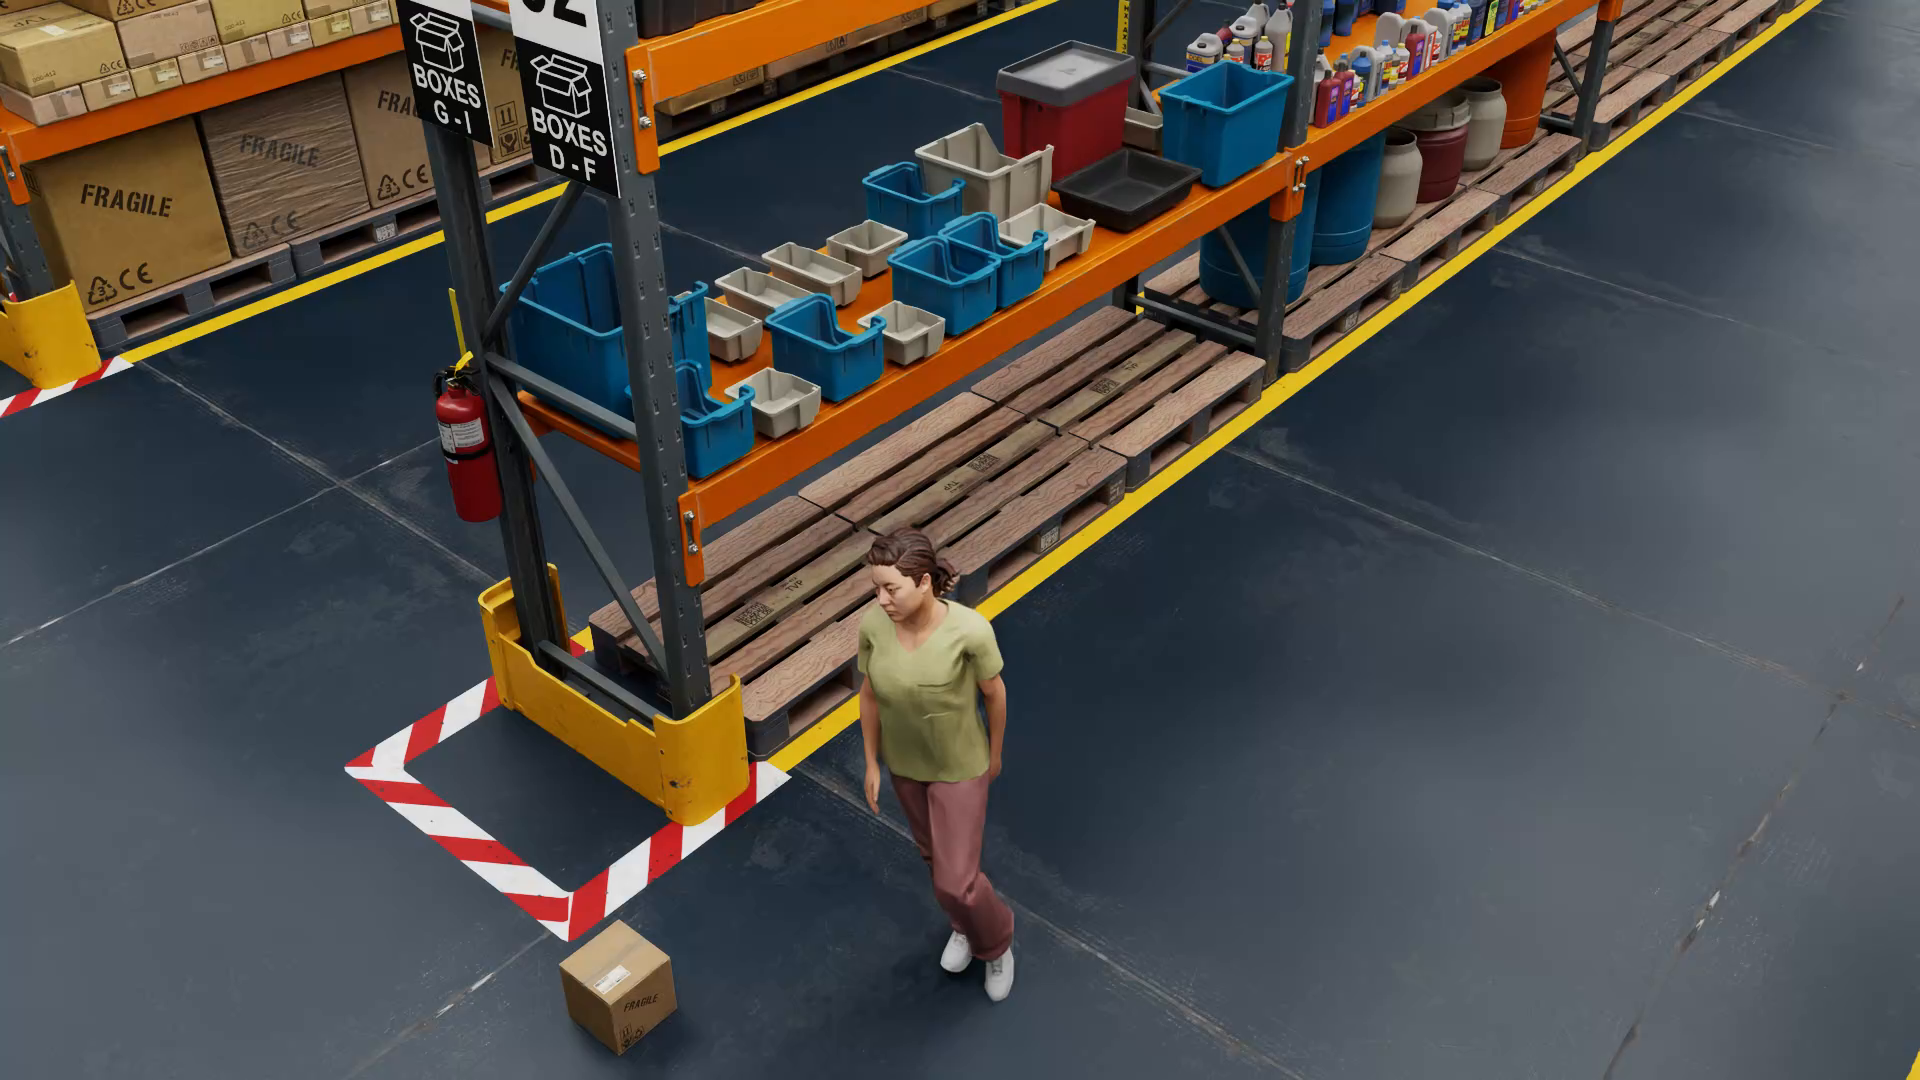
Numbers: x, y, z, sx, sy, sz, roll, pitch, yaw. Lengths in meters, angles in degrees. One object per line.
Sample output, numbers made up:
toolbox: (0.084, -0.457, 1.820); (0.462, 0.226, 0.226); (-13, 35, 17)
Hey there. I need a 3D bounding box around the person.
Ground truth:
person: (-0.072, 0.725, 5.127); (0.558, 1.679, 0.457); (15, 38, 20)
